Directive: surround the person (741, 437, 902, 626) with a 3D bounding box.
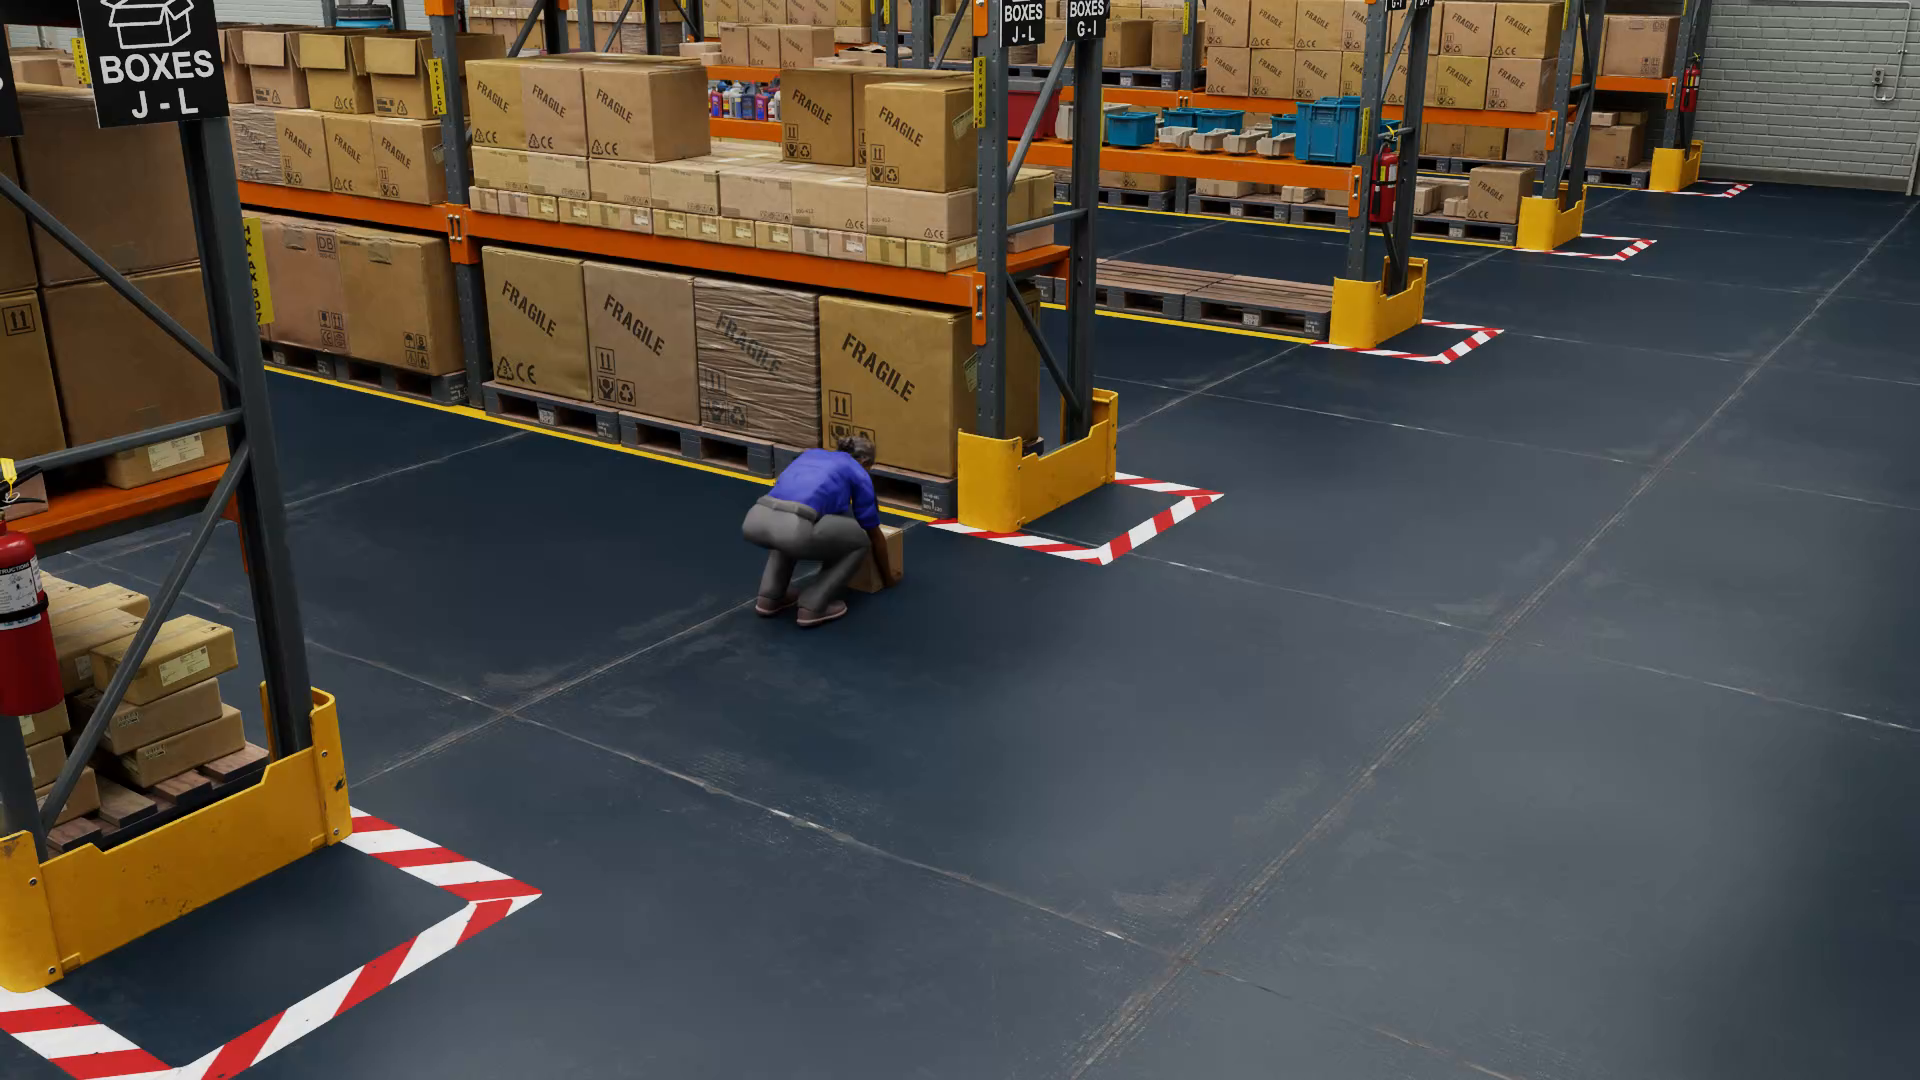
[{"bbox_3d":[-0.639,-0.046,7.594,0.459,0.745,0.858,12,23,31],"label":"person"}]
